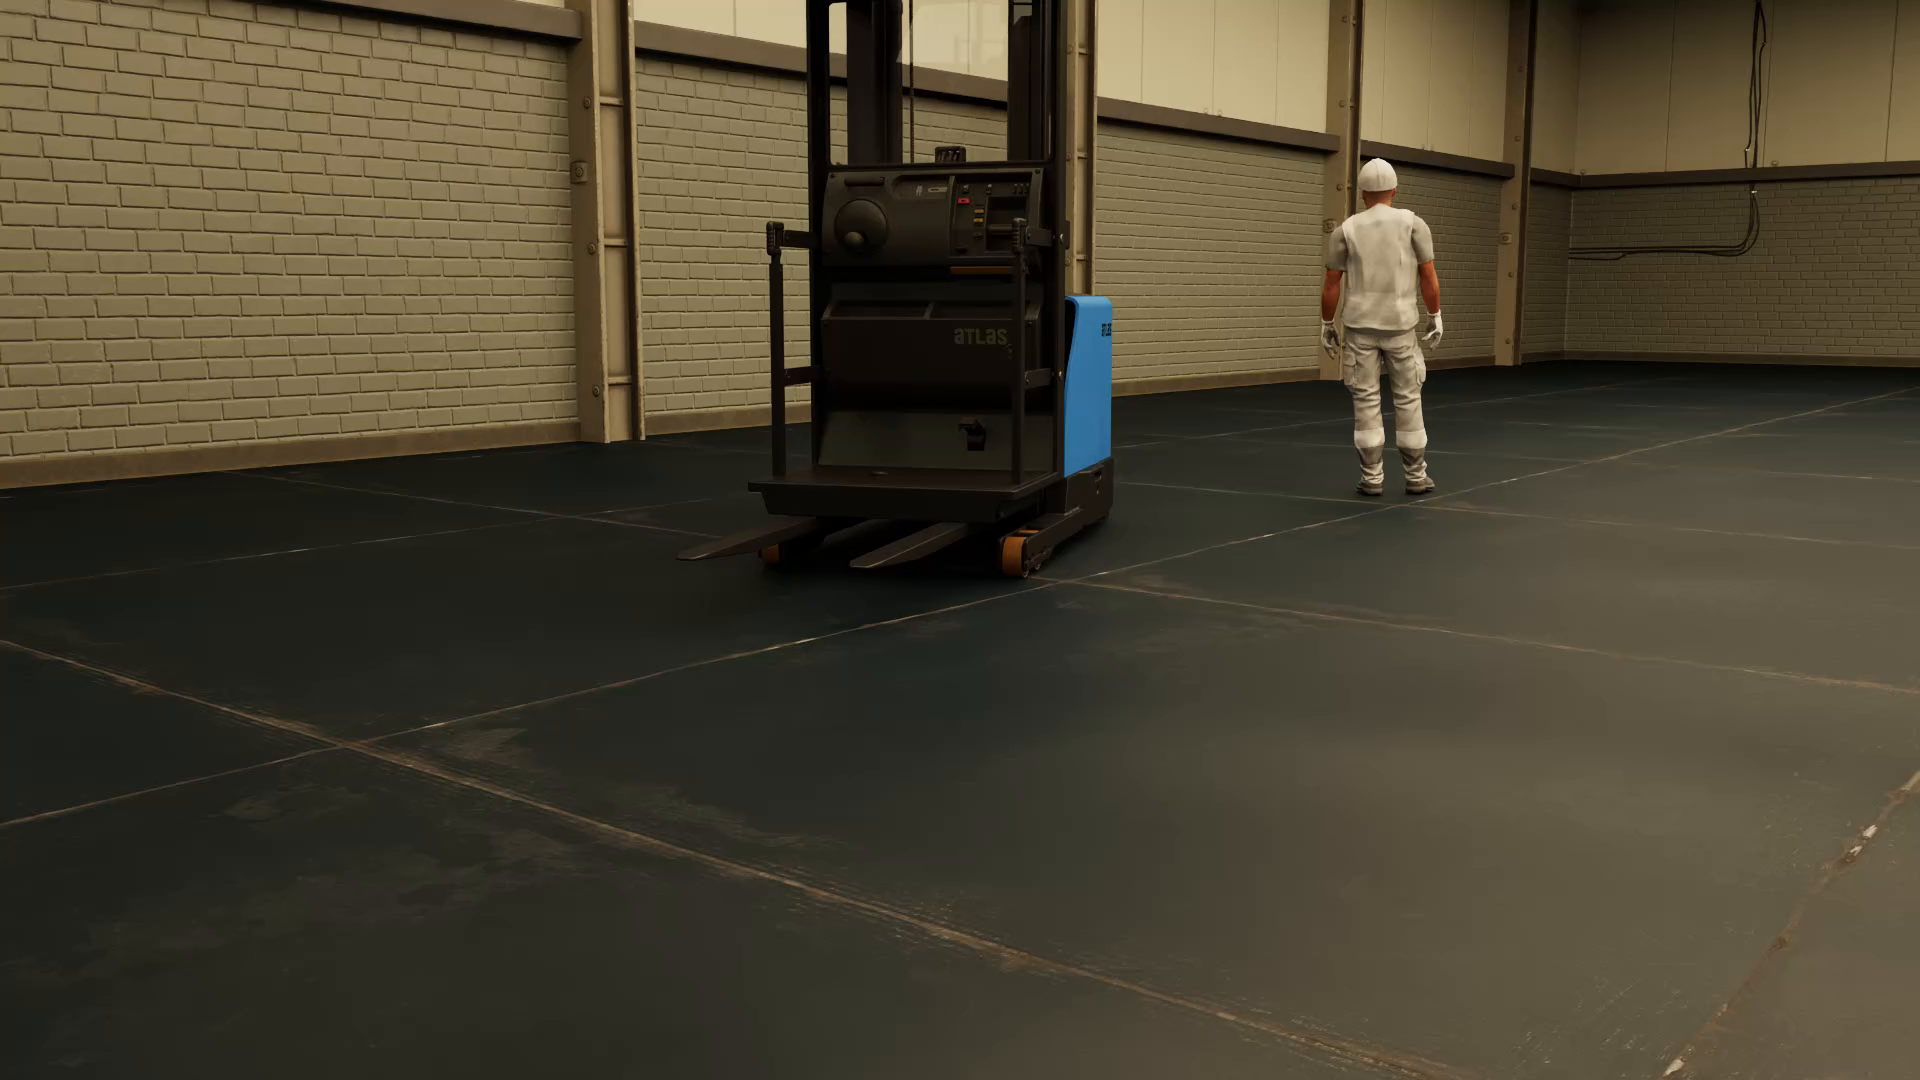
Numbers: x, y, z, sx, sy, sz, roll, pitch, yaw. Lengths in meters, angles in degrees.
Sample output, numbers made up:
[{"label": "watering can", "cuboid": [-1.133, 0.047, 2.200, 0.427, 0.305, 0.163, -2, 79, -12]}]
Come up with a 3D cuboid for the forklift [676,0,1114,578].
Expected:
[{"label": "forklift", "cuboid": [-0.176, -1.366, 6.616, 1.130, 2.935, 3.031, 3, 9, 17]}]

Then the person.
[{"label": "person", "cuboid": [2.291, -1.150, 9.033, 0.637, 1.790, 0.561, 2, 9, 16]}]
